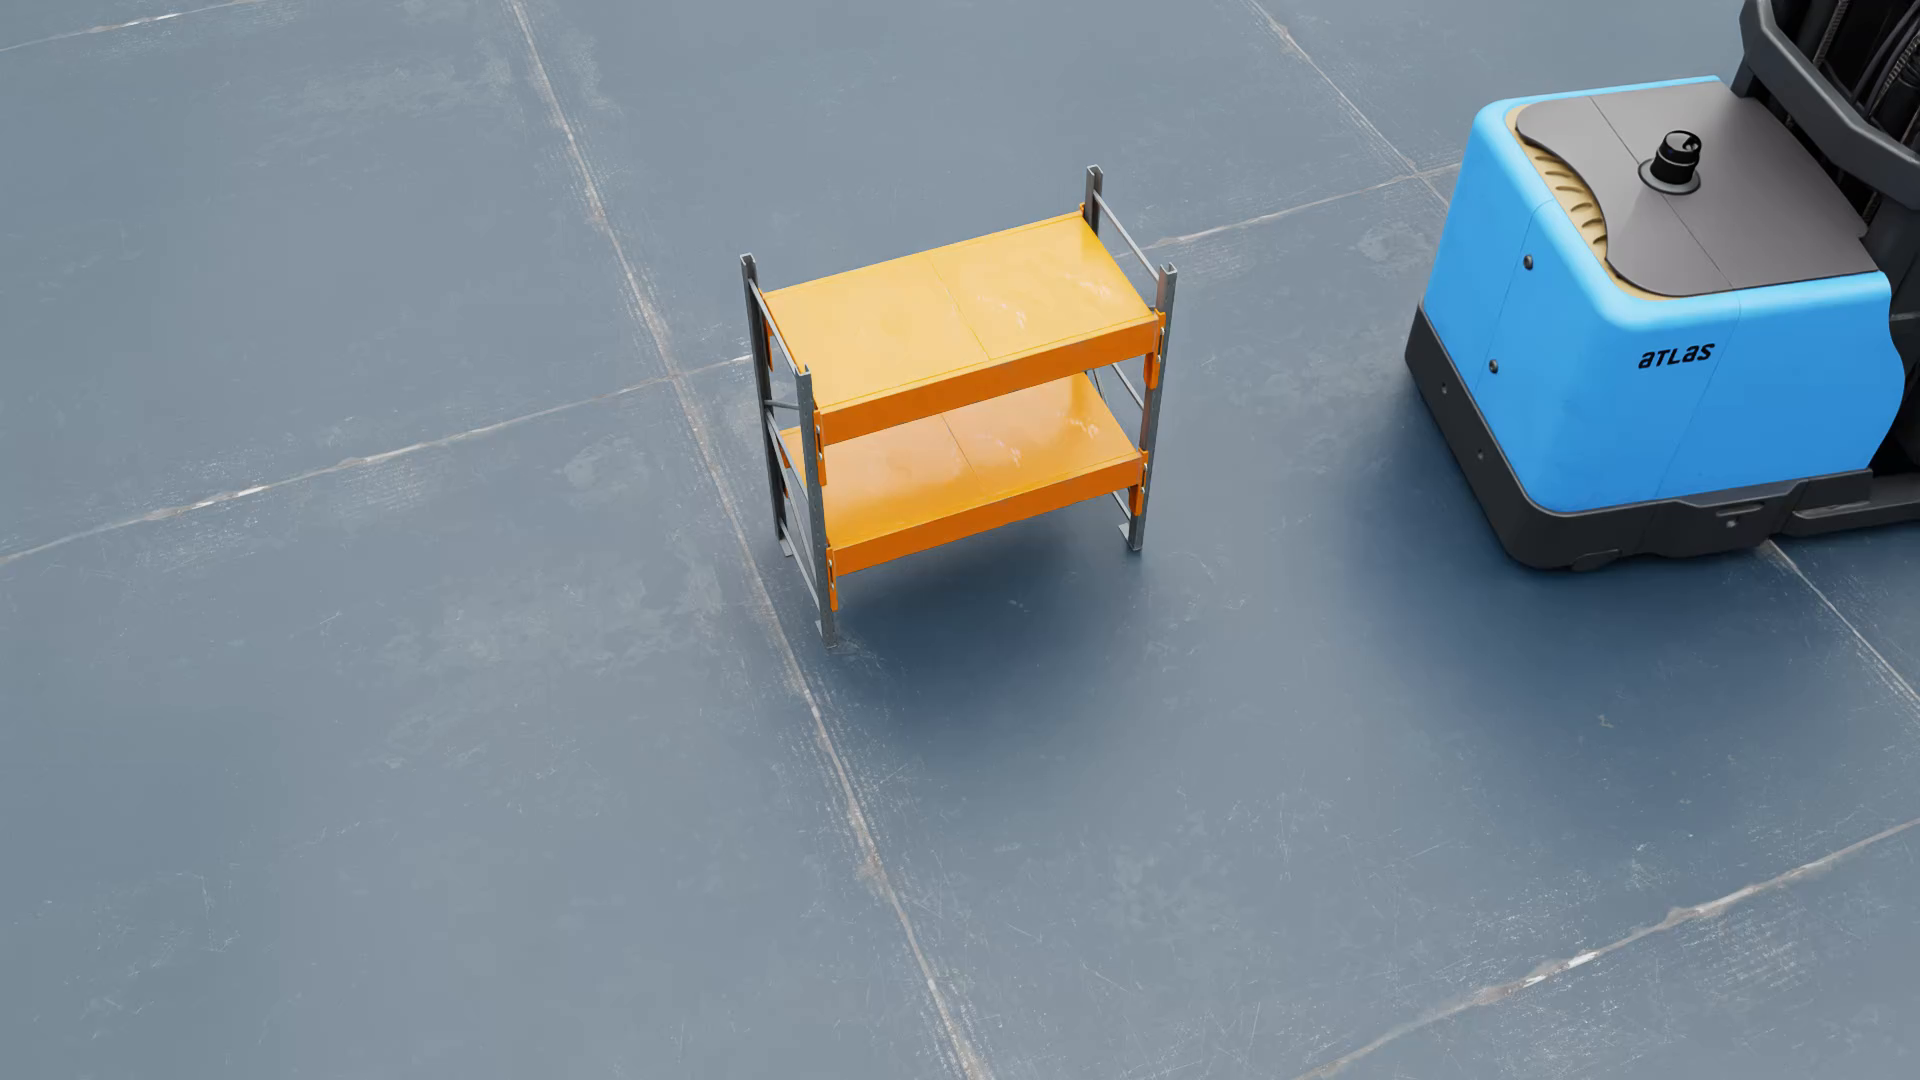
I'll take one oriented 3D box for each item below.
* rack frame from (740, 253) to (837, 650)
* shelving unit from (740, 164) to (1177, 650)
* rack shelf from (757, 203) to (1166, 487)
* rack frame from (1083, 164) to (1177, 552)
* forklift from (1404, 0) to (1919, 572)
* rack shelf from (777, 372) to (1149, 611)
[{"bbox_3d":[-0.477,-0.219,4.696,0.032,1.125,0.500,-17,52,-14],"label":"rack frame"},{"bbox_3d":[-0.006,-0.365,4.822,1.048,1.125,0.538,-17,52,-14],"label":"shelving unit"},{"bbox_3d":[-0.006,-0.555,4.600,1.000,0.278,0.538,-17,52,-14],"label":"rack shelf"},{"bbox_3d":[0.464,-0.510,4.947,0.032,1.125,0.500,-17,52,-14],"label":"rack frame"},{"bbox_3d":[3.088,-1.414,4.533,3.031,2.935,1.130,-8,50,-7],"label":"forklift"},{"bbox_3d":[-0.006,-0.205,5.007,1.000,0.278,0.538,-17,52,-14],"label":"rack shelf"}]
